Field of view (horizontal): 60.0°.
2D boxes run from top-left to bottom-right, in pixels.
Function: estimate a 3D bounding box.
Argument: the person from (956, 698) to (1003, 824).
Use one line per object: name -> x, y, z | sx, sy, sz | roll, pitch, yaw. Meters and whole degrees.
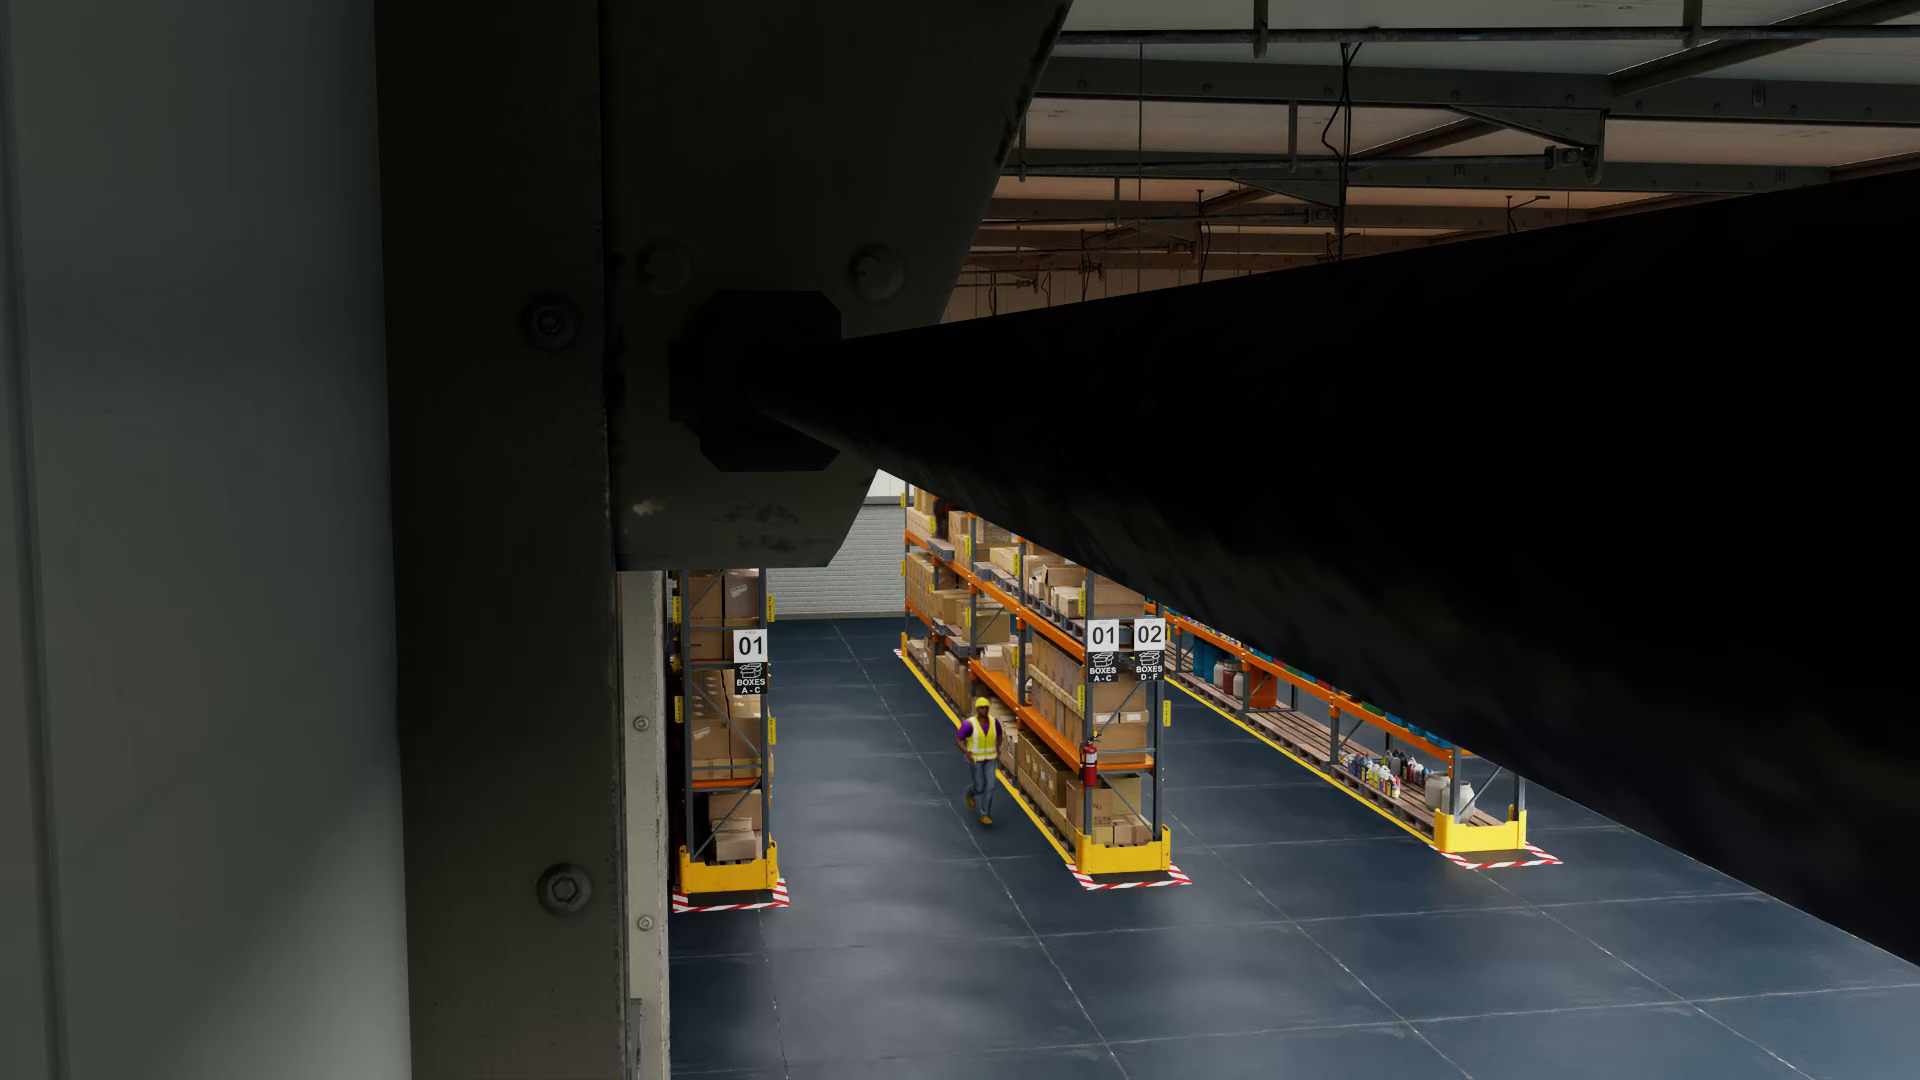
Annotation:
person -> 0.307, 3.057, 23.238 | 0.718, 1.735, 0.782 | -2, 6, -20
